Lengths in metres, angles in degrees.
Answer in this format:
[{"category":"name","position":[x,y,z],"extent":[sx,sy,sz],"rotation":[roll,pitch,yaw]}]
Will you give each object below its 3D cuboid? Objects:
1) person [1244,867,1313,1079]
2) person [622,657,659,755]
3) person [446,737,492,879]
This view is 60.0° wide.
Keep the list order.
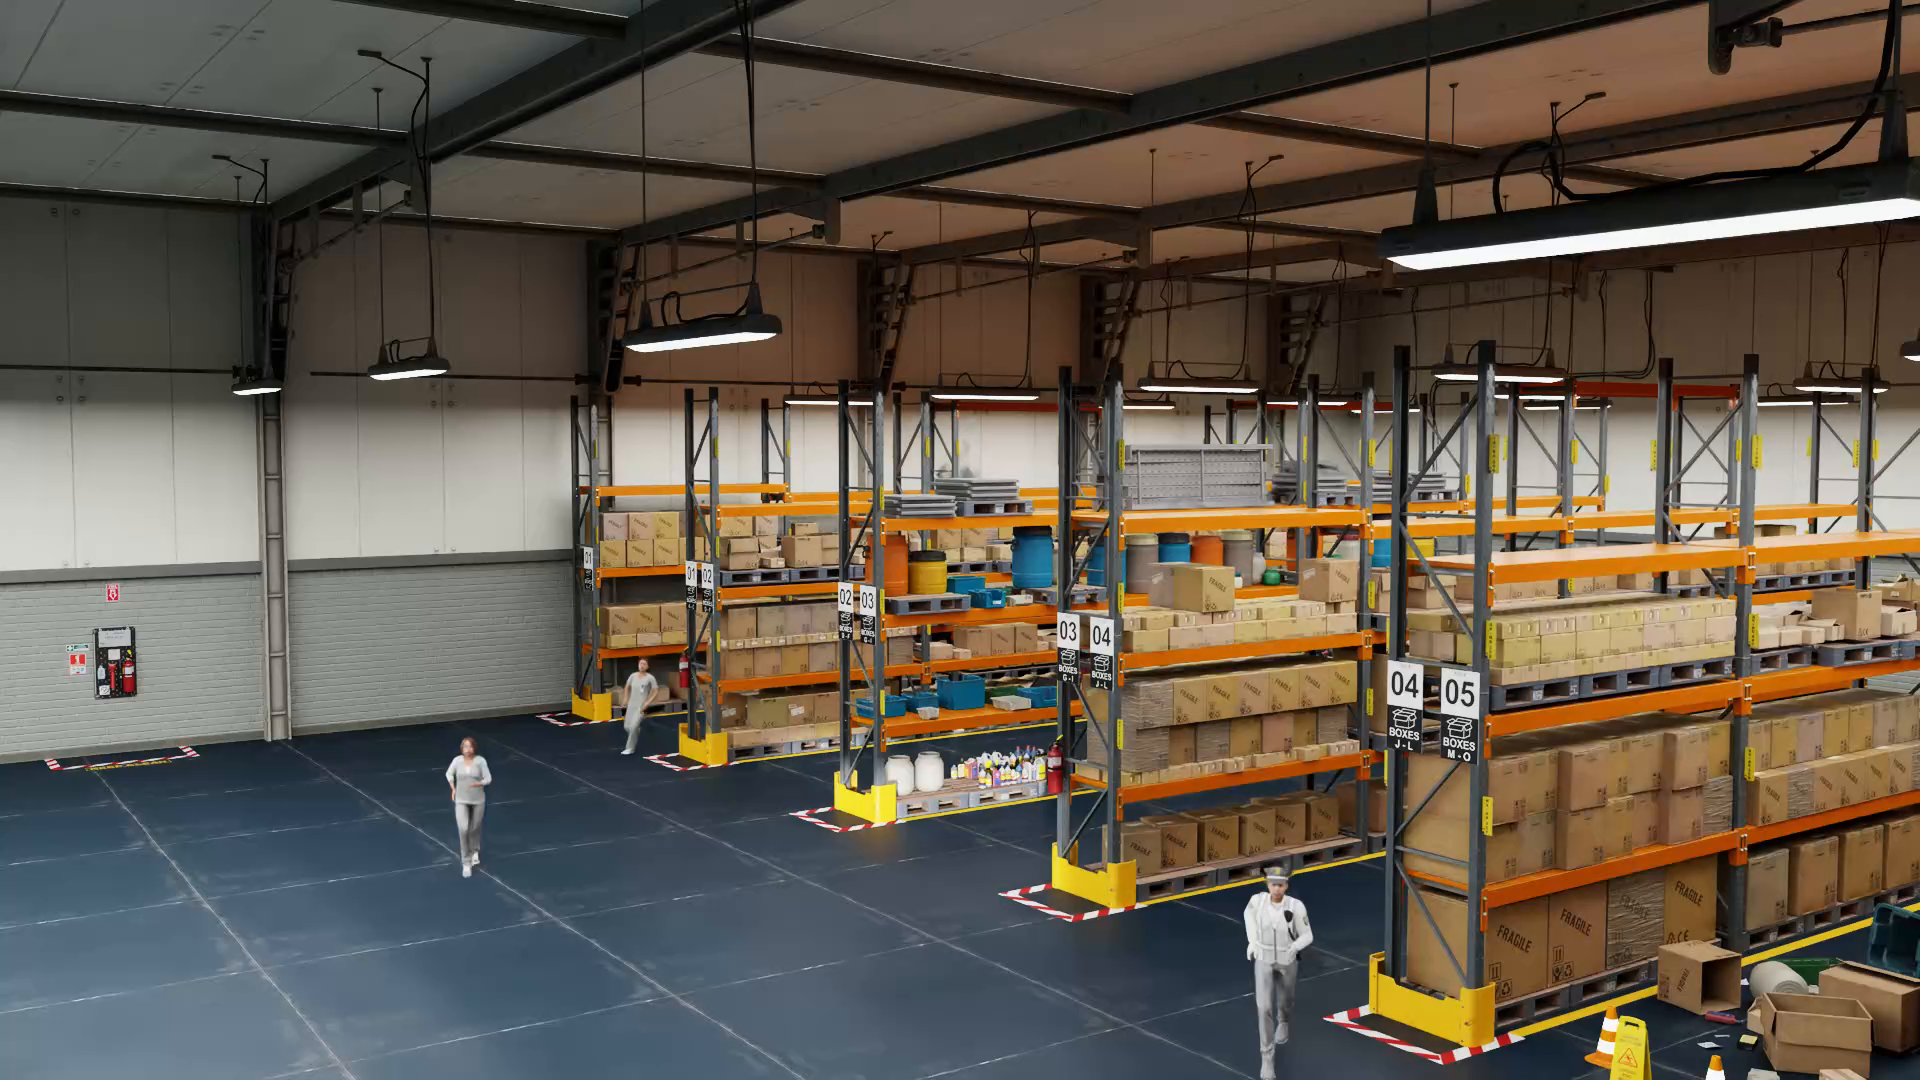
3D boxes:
[{"category":"person","position":[2.627,3.501,13.754],"extent":[0.569,1.686,0.920],"rotation":[1,4,12]},{"category":"person","position":[-5.253,2.721,27.329],"extent":[0.608,1.589,0.544],"rotation":[1,3,11]},{"category":"person","position":[-5.863,3.160,19.868],"extent":[0.521,1.636,0.675],"rotation":[-1,4,-17]}]
